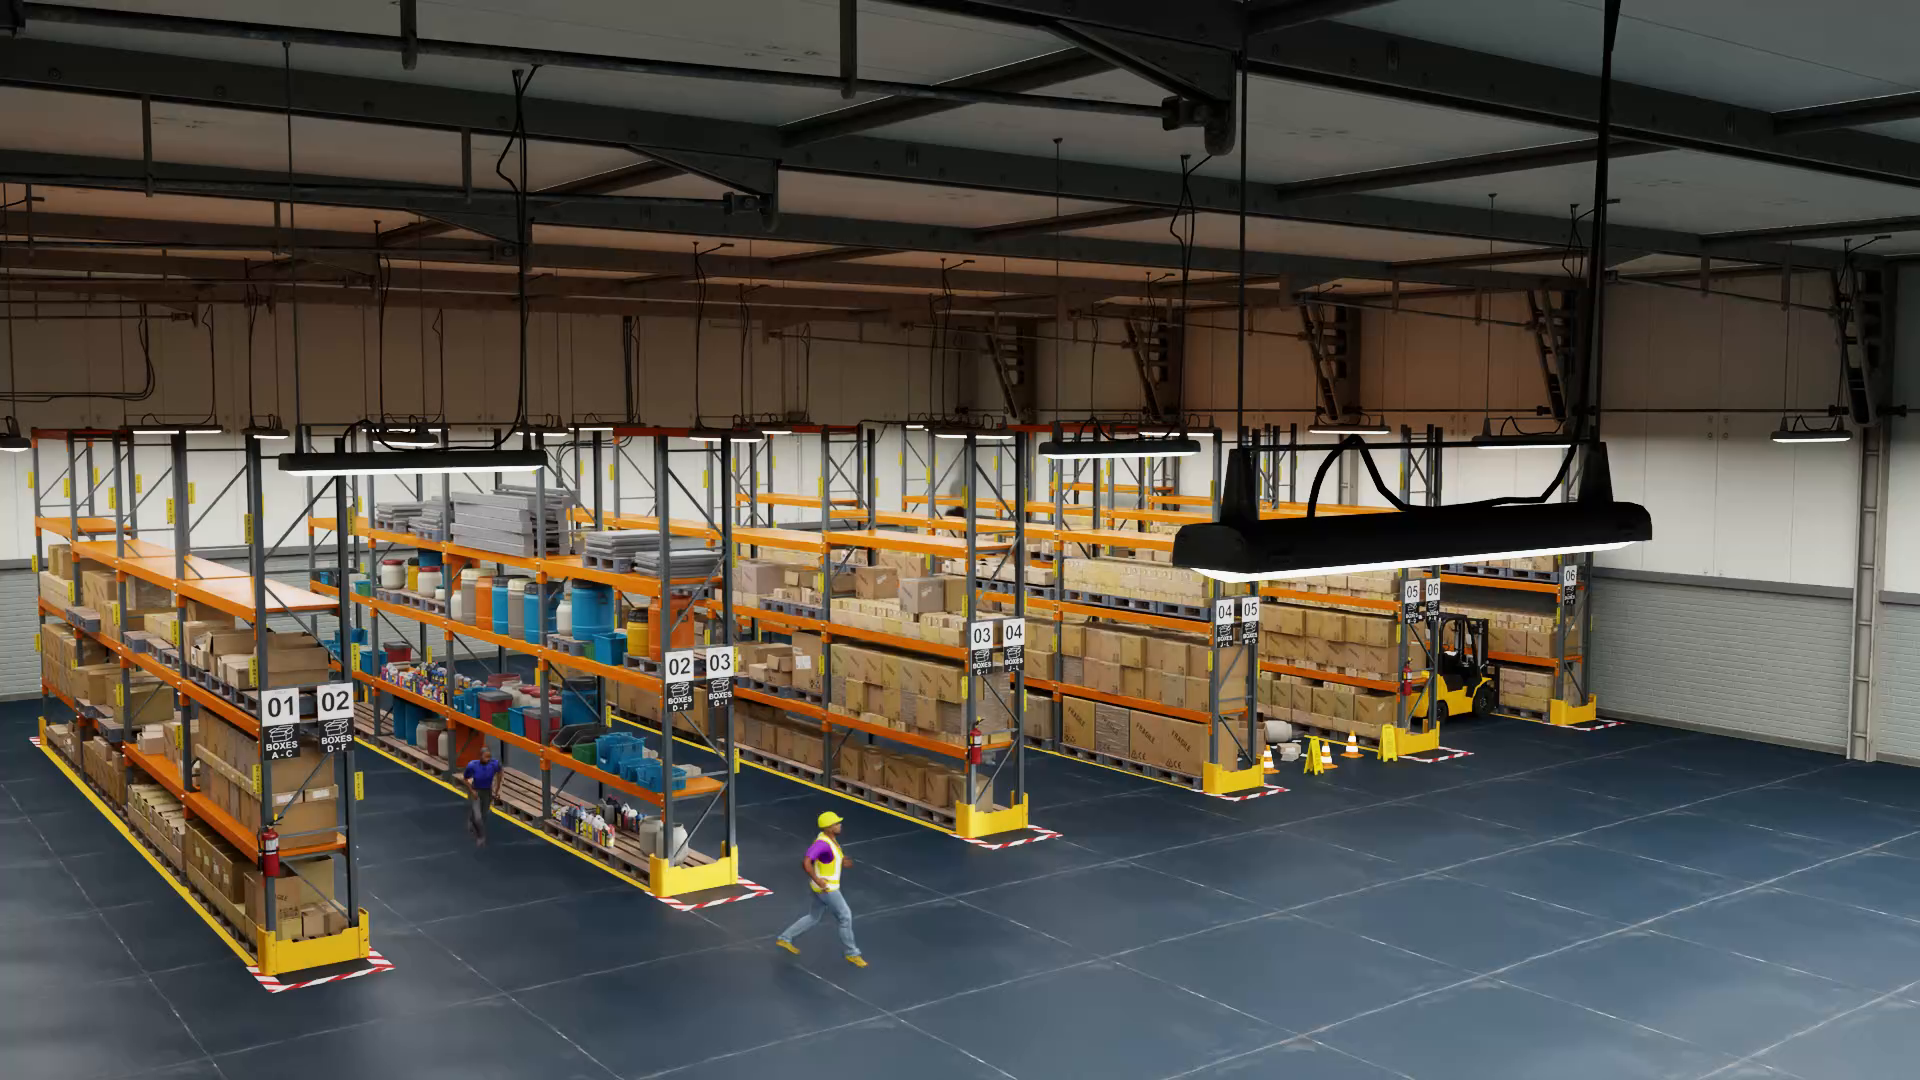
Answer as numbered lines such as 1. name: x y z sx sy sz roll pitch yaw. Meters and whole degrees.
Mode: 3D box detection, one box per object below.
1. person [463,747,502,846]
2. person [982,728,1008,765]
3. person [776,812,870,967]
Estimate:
1. person: -6.982 3.697 24.266 0.584 1.499 0.871 -3 5 -31
2. person: 0.651 3.184 29.571 0.633 1.646 0.592 4 6 40
3. person: -1.569 3.984 18.908 1.066 1.813 0.663 -1 5 -12
